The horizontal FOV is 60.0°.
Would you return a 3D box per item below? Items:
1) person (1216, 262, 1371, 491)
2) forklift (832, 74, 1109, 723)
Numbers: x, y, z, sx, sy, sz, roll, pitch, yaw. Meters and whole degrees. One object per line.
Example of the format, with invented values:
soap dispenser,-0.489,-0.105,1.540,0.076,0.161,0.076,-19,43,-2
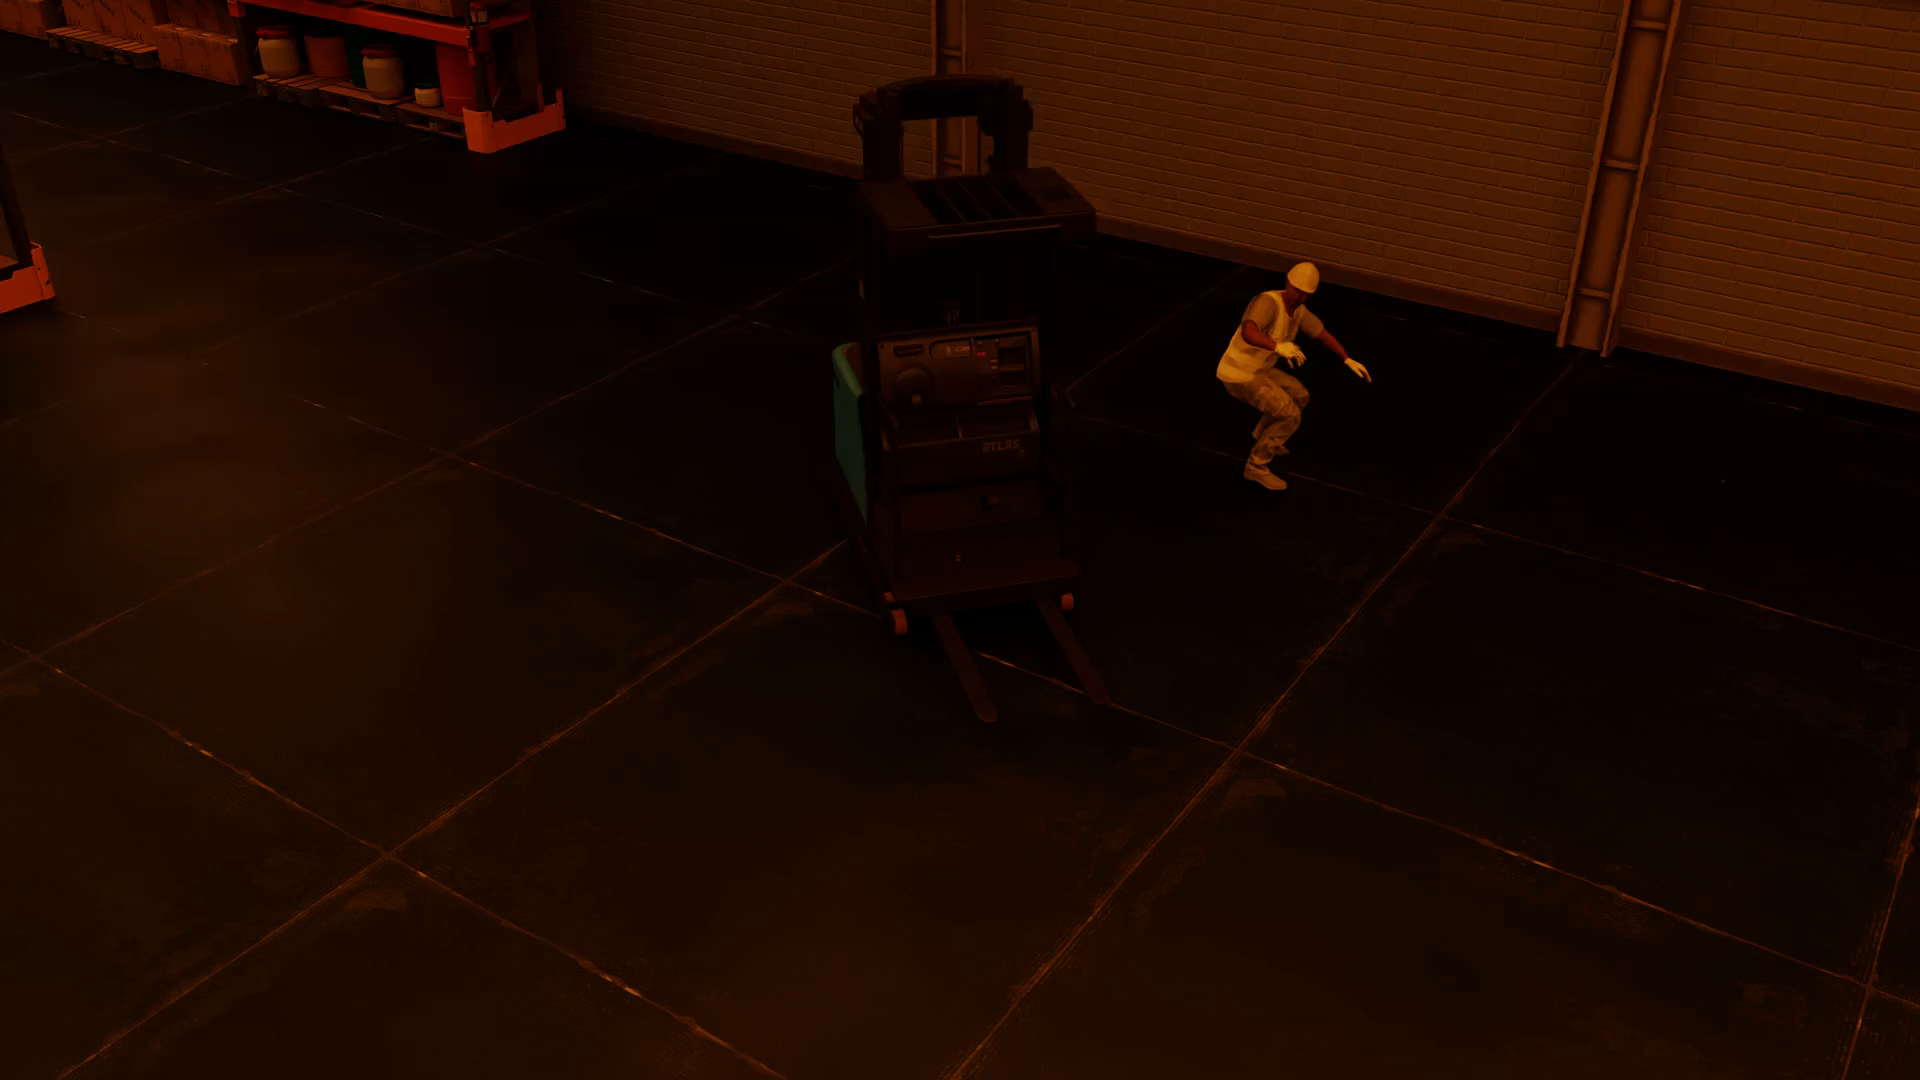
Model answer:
person,2.160,-1.075,10.900,0.926,1.513,0.825,14,33,22
forklift,0.056,-0.926,9.175,1.130,2.935,3.031,-8,31,-13
